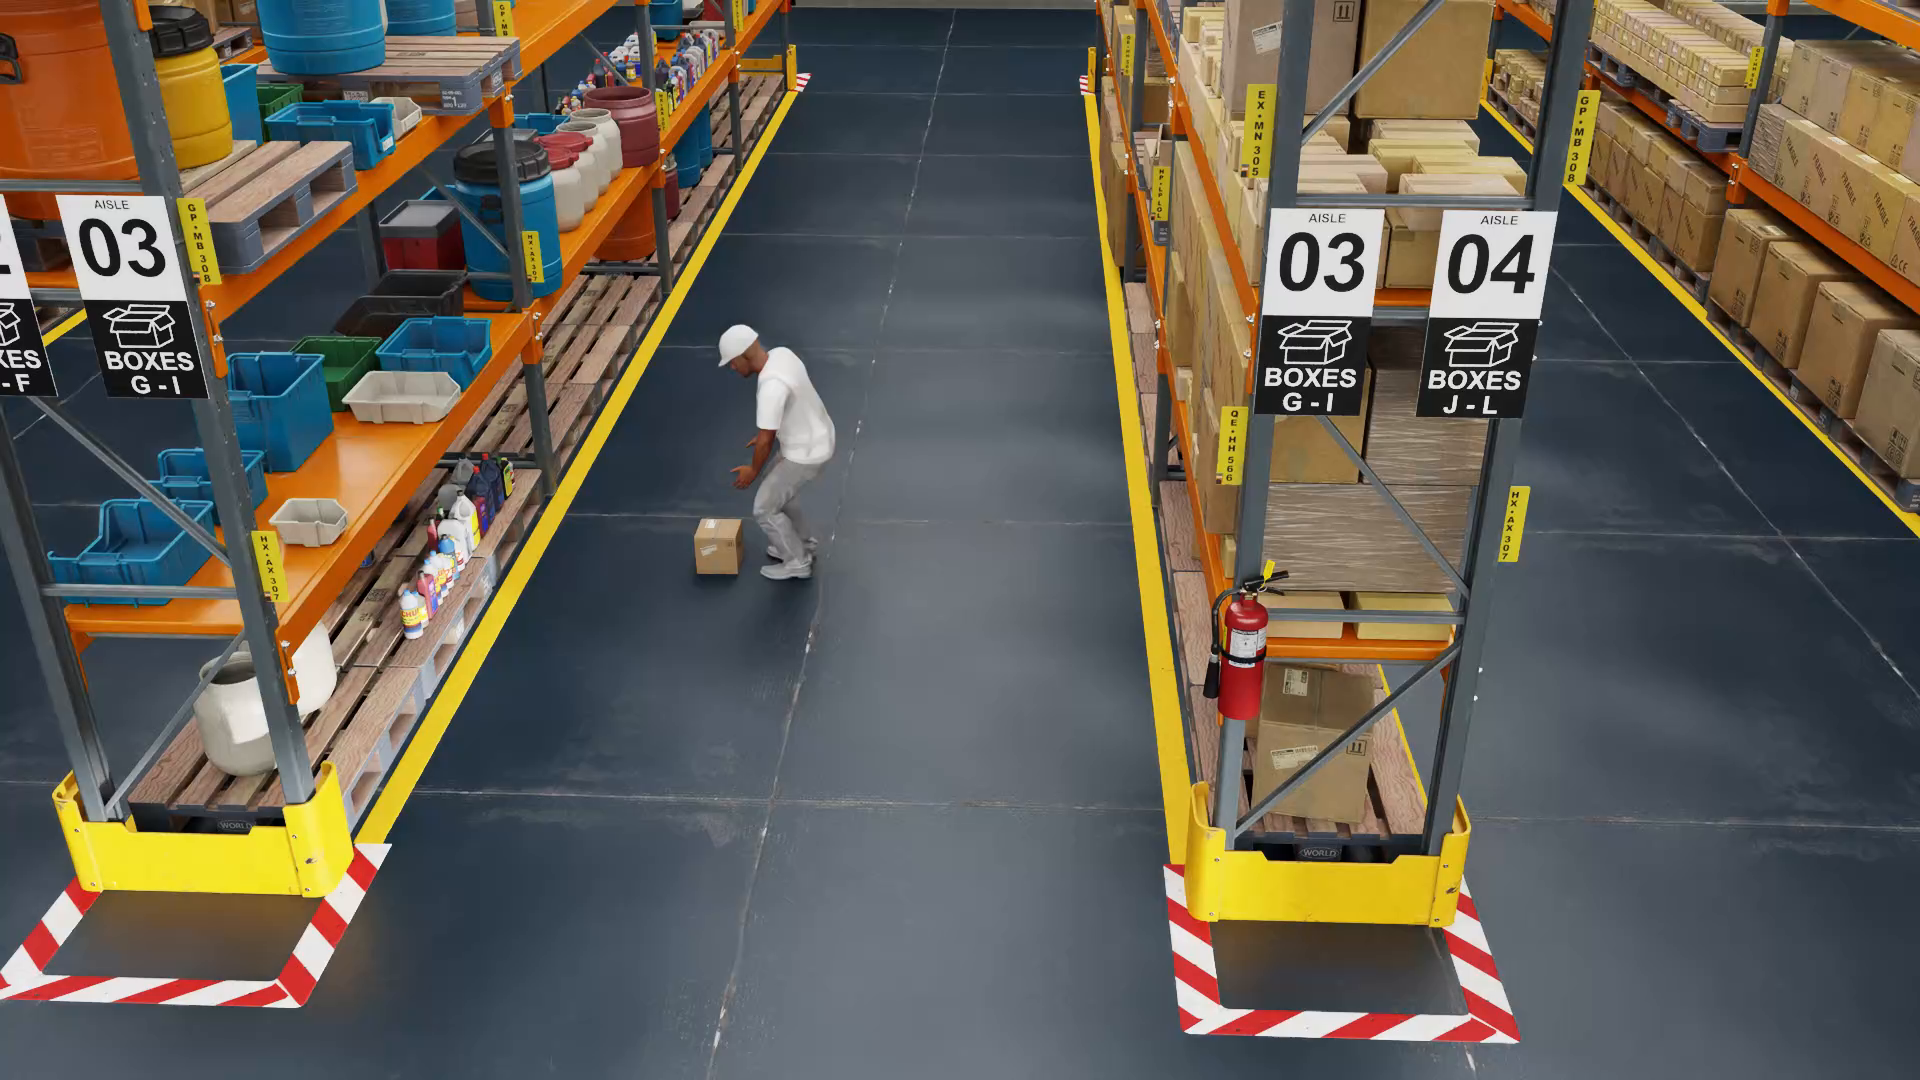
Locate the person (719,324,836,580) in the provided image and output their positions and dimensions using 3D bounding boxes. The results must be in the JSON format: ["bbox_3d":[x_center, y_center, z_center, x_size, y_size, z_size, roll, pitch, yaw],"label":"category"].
[{"bbox_3d":[-1.060,-0.522,9.799,0.644,1.568,0.622,1,28,2],"label":"person"}]
